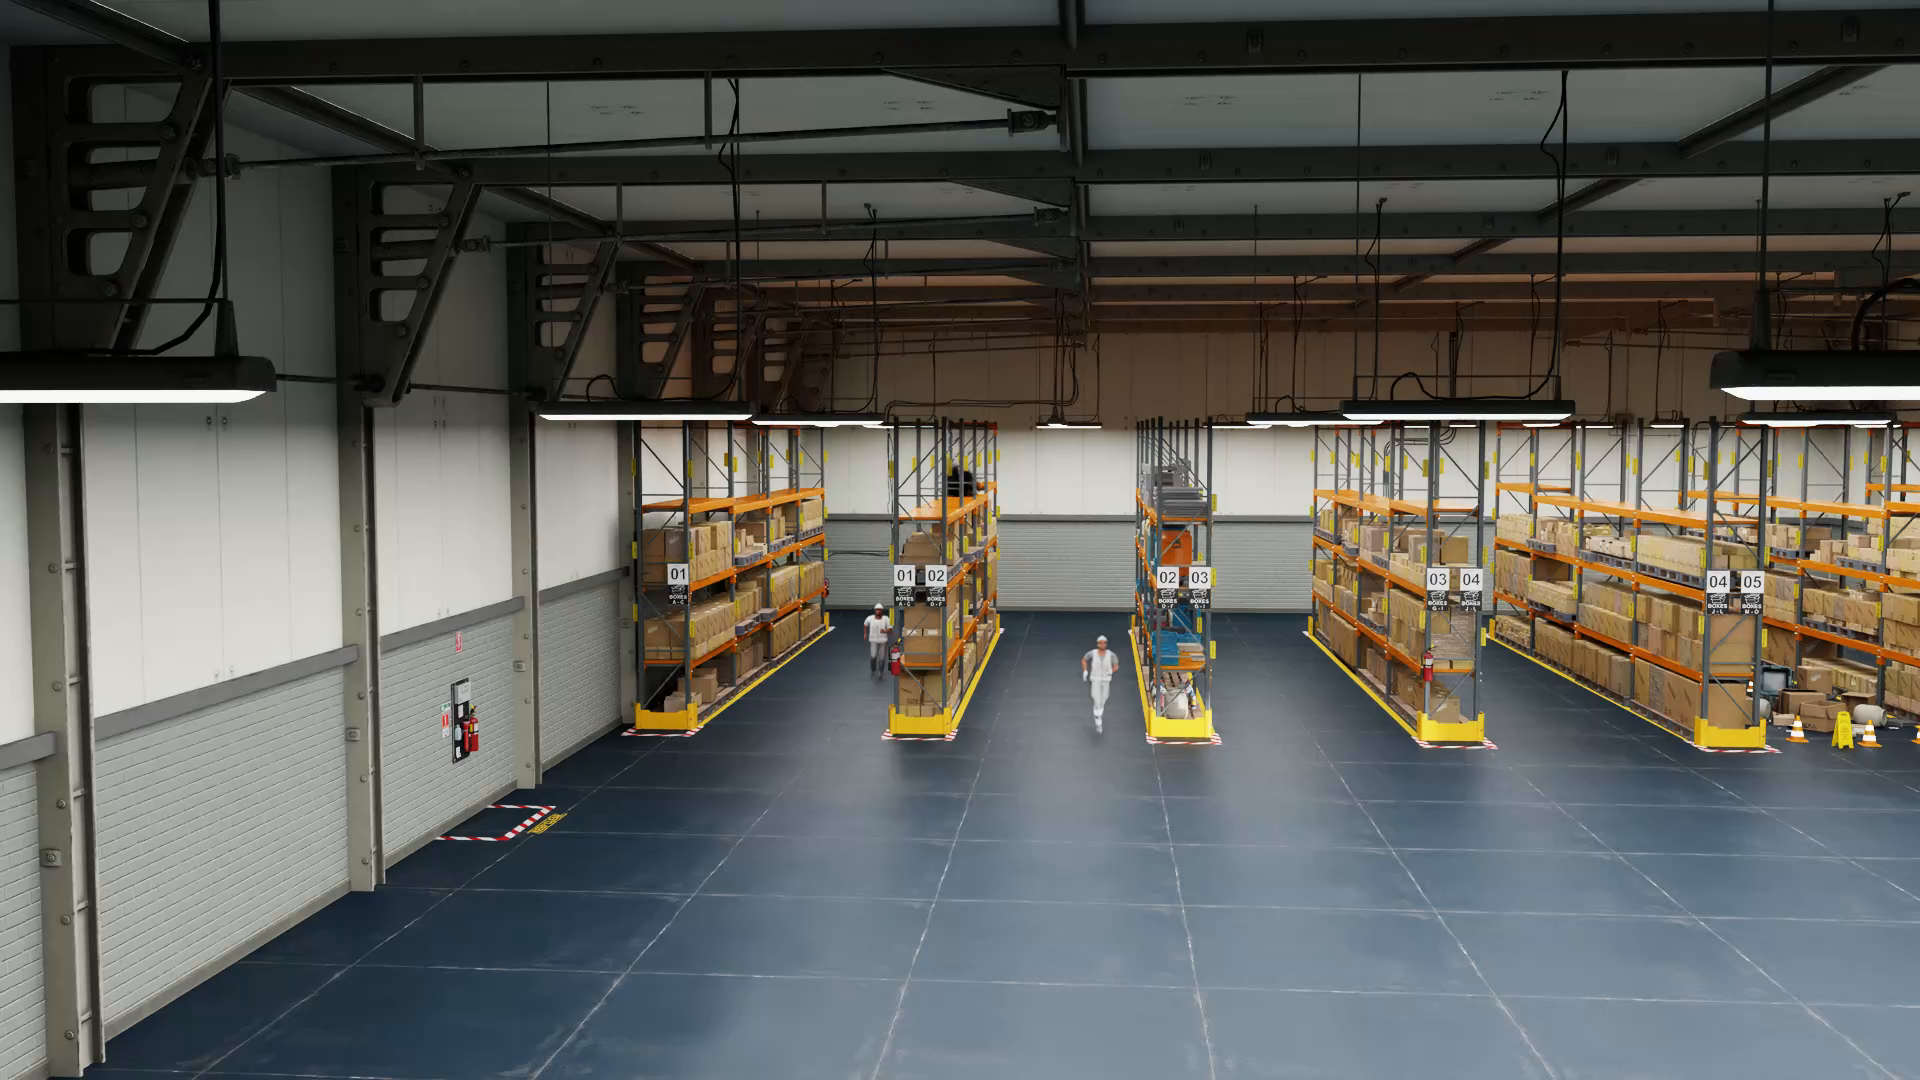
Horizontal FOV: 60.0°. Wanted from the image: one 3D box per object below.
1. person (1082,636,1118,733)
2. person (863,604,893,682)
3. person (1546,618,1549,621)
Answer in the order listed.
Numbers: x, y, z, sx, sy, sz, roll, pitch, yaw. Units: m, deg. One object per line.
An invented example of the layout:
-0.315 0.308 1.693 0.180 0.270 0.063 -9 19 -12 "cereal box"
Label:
2.710 2.747 31.955 0.665 1.826 0.881 0 4 -8 "person"
-1.879 2.359 38.118 0.671 1.798 0.728 0 4 -3 "person"
16.933 1.843 47.423 0.701 1.641 0.506 1 4 8 "person"
